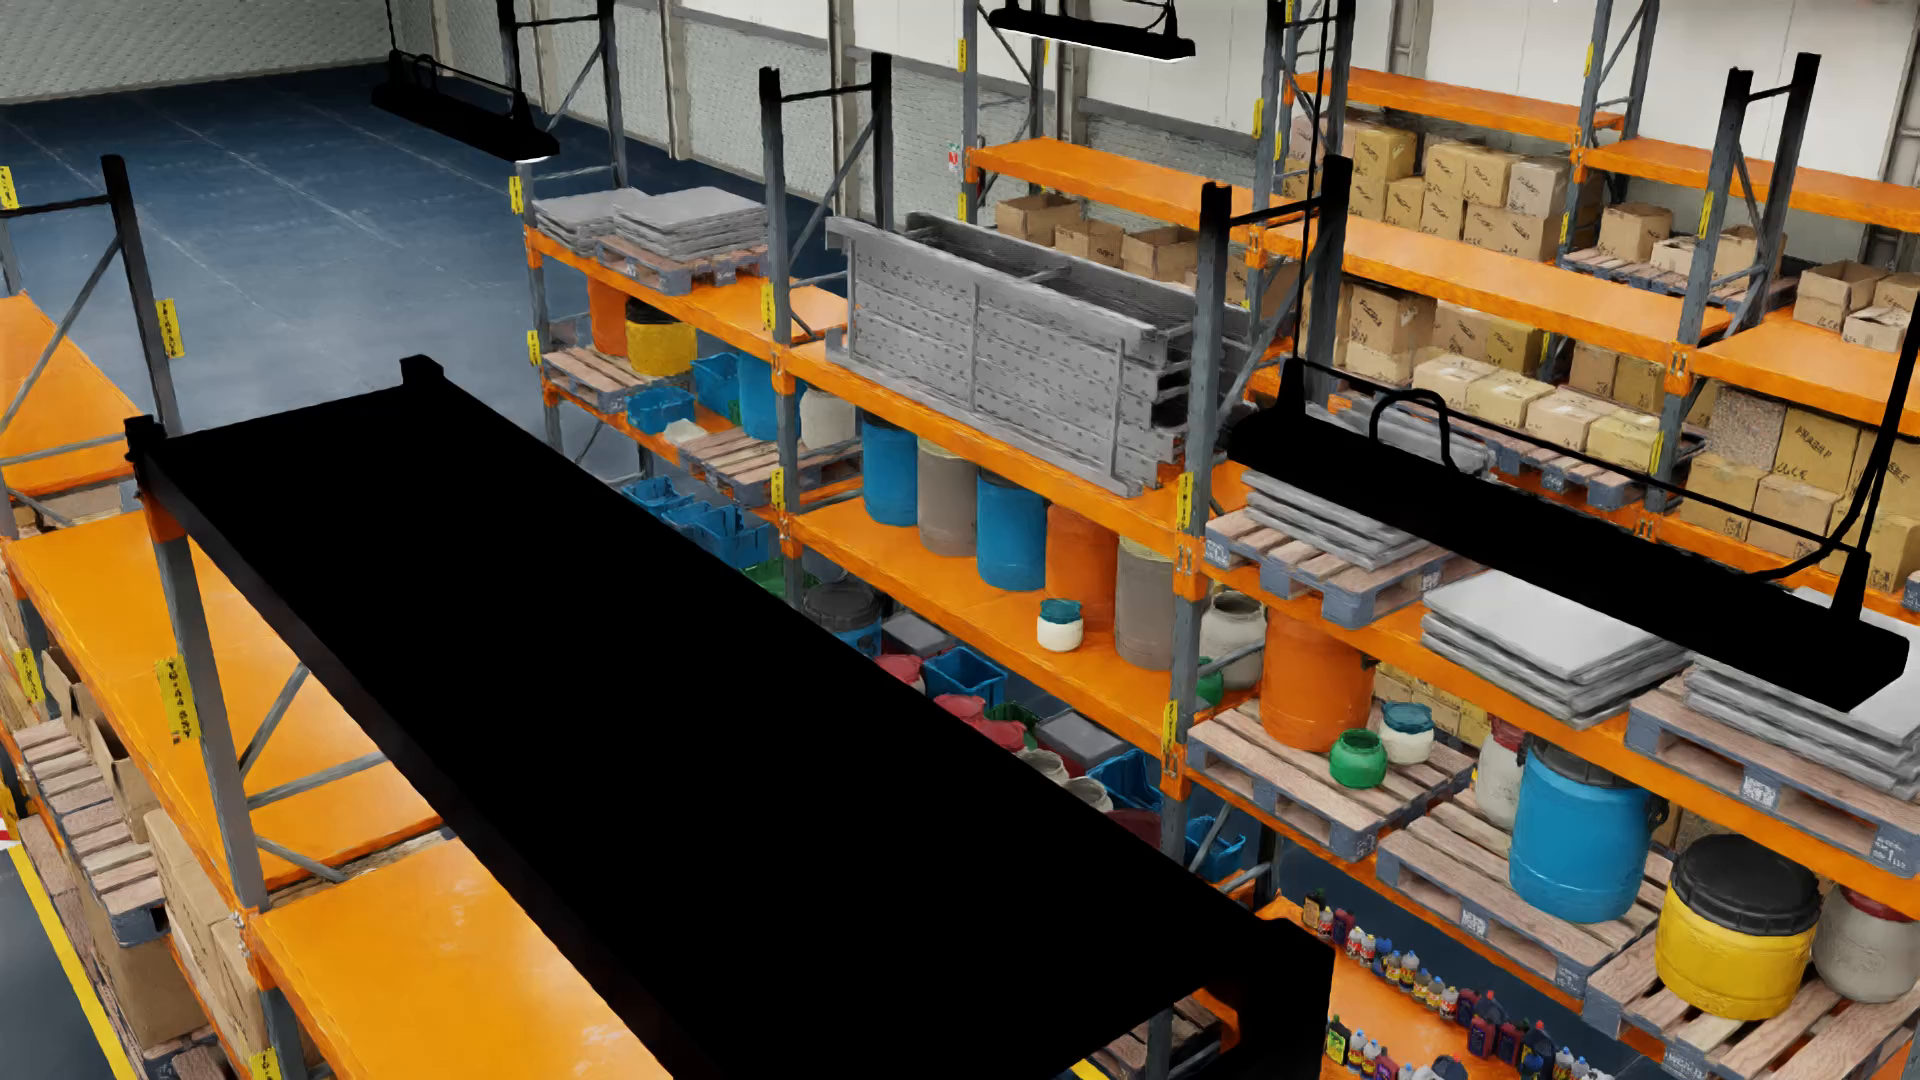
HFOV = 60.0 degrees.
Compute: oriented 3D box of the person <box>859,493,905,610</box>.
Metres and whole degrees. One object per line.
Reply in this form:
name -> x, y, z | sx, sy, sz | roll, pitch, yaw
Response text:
person -> -0.747, -0.164, 16.530 | 0.601, 1.783, 0.463 | 10, 28, 19
